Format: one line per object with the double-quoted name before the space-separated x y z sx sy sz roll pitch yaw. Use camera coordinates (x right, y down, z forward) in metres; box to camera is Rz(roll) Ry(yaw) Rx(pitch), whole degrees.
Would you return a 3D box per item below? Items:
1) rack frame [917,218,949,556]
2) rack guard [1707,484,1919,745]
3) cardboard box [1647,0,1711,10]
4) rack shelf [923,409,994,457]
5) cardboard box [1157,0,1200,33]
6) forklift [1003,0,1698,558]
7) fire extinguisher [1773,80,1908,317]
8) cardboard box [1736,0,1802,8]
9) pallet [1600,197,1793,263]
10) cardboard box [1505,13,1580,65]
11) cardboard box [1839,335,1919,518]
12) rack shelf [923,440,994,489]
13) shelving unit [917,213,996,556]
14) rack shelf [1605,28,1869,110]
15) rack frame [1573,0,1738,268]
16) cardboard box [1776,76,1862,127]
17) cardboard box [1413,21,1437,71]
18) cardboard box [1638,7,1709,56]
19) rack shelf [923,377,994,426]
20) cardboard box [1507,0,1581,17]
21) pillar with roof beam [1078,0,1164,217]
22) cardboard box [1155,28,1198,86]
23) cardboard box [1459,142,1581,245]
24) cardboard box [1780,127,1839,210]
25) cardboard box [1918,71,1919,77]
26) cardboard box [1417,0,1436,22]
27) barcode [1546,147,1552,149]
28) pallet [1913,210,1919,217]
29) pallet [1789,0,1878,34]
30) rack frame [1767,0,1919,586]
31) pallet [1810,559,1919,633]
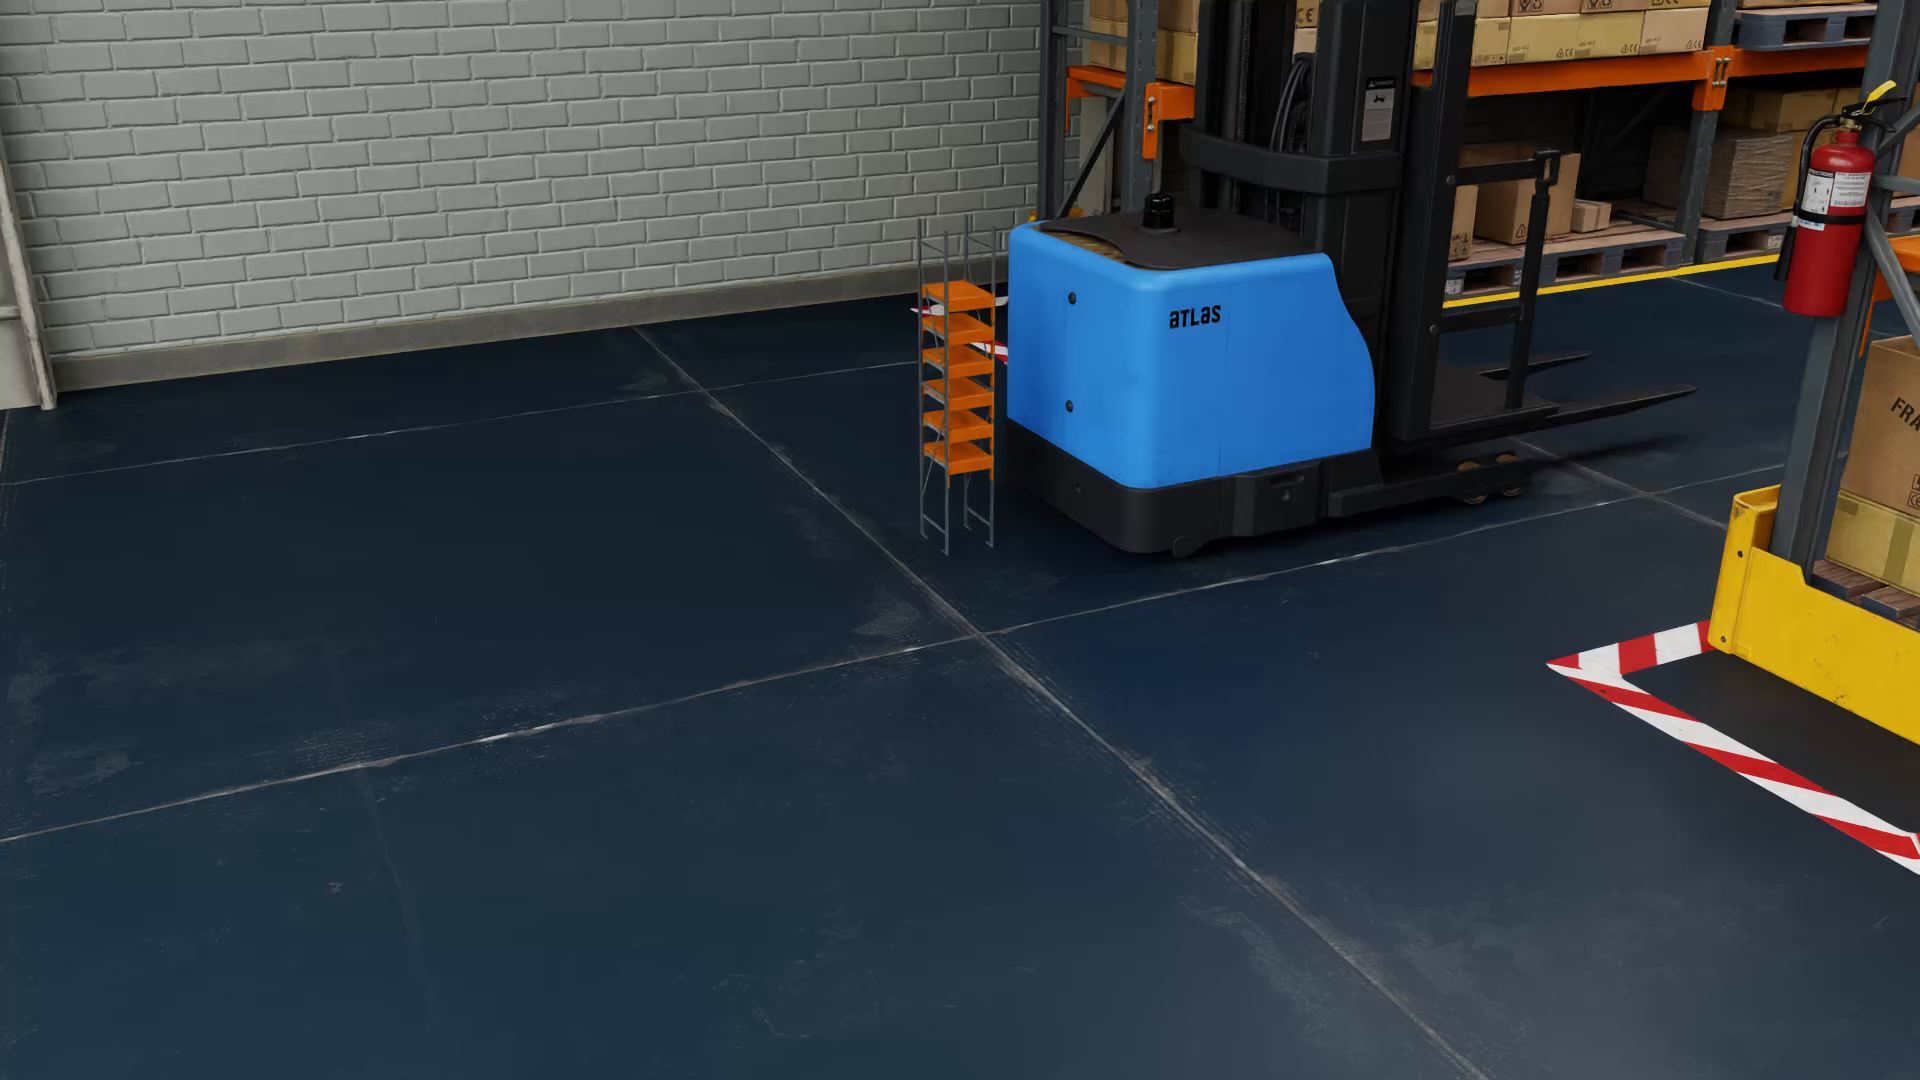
"rack frame" -0.095 -0.537 5.978 0.006 1.200 0.240 -10 25 -24
"rack guard" 2.833 0.267 4.952 0.348 0.500 1.175 -10 25 -24
"cardboard box" 4.016 -3.364 9.643 0.500 0.500 0.500 -10 25 -24
"rack shelf" -0.013 -0.400 6.078 0.180 0.103 0.258 -10 25 -24
"cardboard box" 1.264 -2.861 8.428 0.500 0.500 0.500 -10 25 -24
"forklift" 1.725 -1.664 6.438 3.031 2.935 1.130 -11 25 -24
"fire extinguisher" 2.547 -0.997 4.837 0.183 0.674 0.296 -10 25 -24
"cardboard box" 4.781 -3.584 10.281 0.500 0.500 0.700 -10 25 -23
"pallet" 5.008 -2.103 11.055 1.213 0.211 1.003 -10 25 -24
"cardboard box" 3.113 -2.850 9.384 0.500 0.250 0.500 -11 25 -24
"cardboard box" 3.209 -0.354 5.248 0.500 0.500 0.500 -10 25 -24
"rack shelf" -0.013 -0.289 6.124 0.180 0.103 0.258 -10 25 -24
"shelving unit" -0.013 -0.552 6.015 0.189 1.200 0.258 -10 25 -24
"rack shelf" 6.110 -3.261 11.148 4.000 0.370 1.077 -10 25 -24
"rack frame" 4.307 -3.262 10.209 0.127 3.000 1.000 -10 25 -24
"cardboard box" 5.826 -2.947 11.159 0.500 0.250 0.500 -11 25 -25
"cardboard box" 2.204 -2.684 8.981 0.500 0.250 0.500 -11 25 -24
"cardboard box" 4.012 -3.019 9.791 0.500 0.250 0.500 -10 25 -23
"rack shelf" -0.013 -0.511 6.032 0.180 0.103 0.258 -10 25 -24
"cardboard box" 3.110 -3.199 9.246 0.500 0.500 0.500 -11 25 -25
"pillar with roof beam" 2.826 -4.301 4.875 0.400 9.000 9.100 -10 25 -24
"cardboard box" 1.281 -2.510 8.562 0.500 0.250 0.500 -11 25 -25
"cardboard box" 3.390 -2.124 10.153 0.500 0.500 0.500 -12 26 -28
"cardboard box" 5.407 -2.541 11.160 0.500 0.500 0.700 -11 25 -25
"cardboard box" 6.745 -3.110 11.554 0.500 0.250 0.500 -10 24 -23
"cardboard box" 2.182 -3.023 8.820 0.500 0.500 0.500 -11 25 -25
"barcode" 3.717 -2.451 10.525 0.075 0.075 0.001 -10 25 -24
"pallet" 7.207 -2.508 12.033 1.213 0.211 1.003 -10 25 -24
"pallet" 6.146 -3.494 11.021 1.213 0.211 1.003 -10 25 -24
"rack frame" 2.855 -0.892 4.483 0.127 3.000 1.000 -10 25 -24
"pallet" 3.526 0.255 5.358 1.213 0.211 1.003 -10 25 -24
